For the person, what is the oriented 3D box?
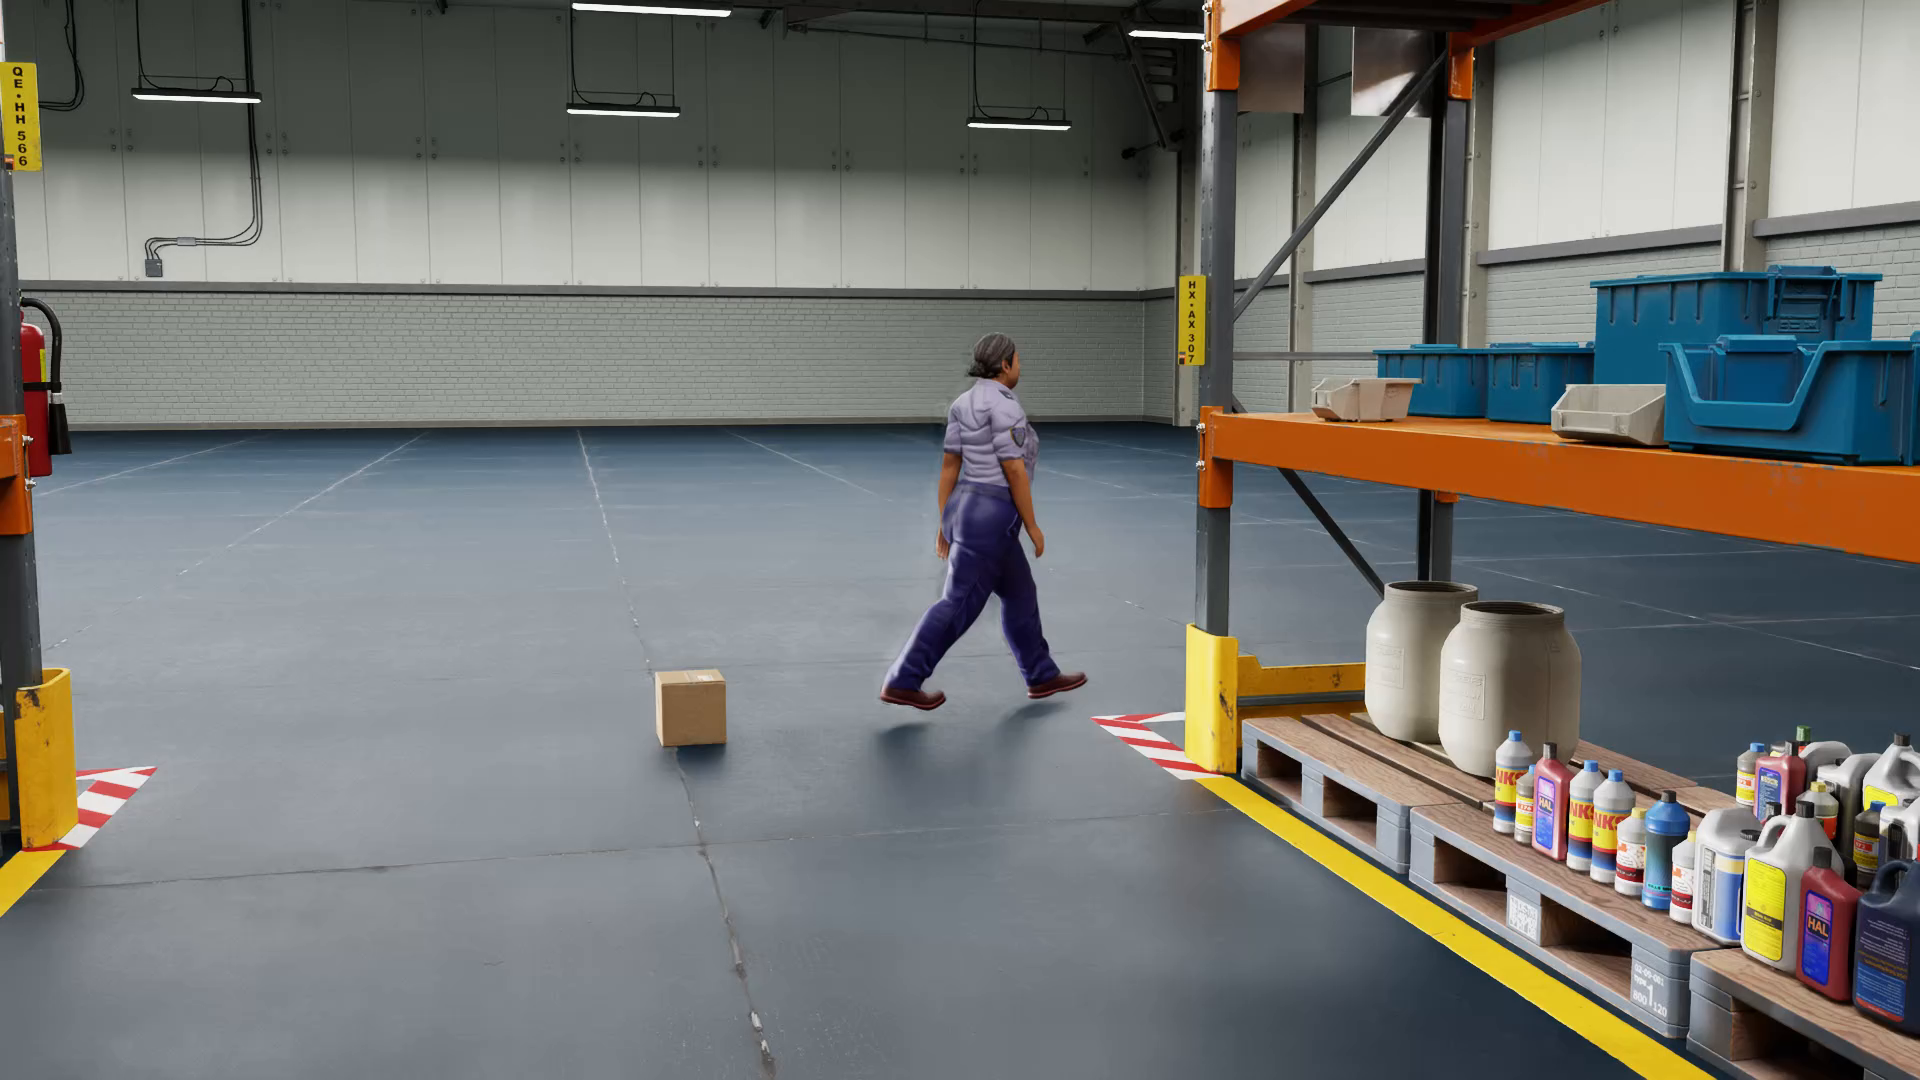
[{"bbox_3d":[0.127,-0.070,7.014,1.048,1.575,0.474,-3,7,-22],"label":"person"}]
